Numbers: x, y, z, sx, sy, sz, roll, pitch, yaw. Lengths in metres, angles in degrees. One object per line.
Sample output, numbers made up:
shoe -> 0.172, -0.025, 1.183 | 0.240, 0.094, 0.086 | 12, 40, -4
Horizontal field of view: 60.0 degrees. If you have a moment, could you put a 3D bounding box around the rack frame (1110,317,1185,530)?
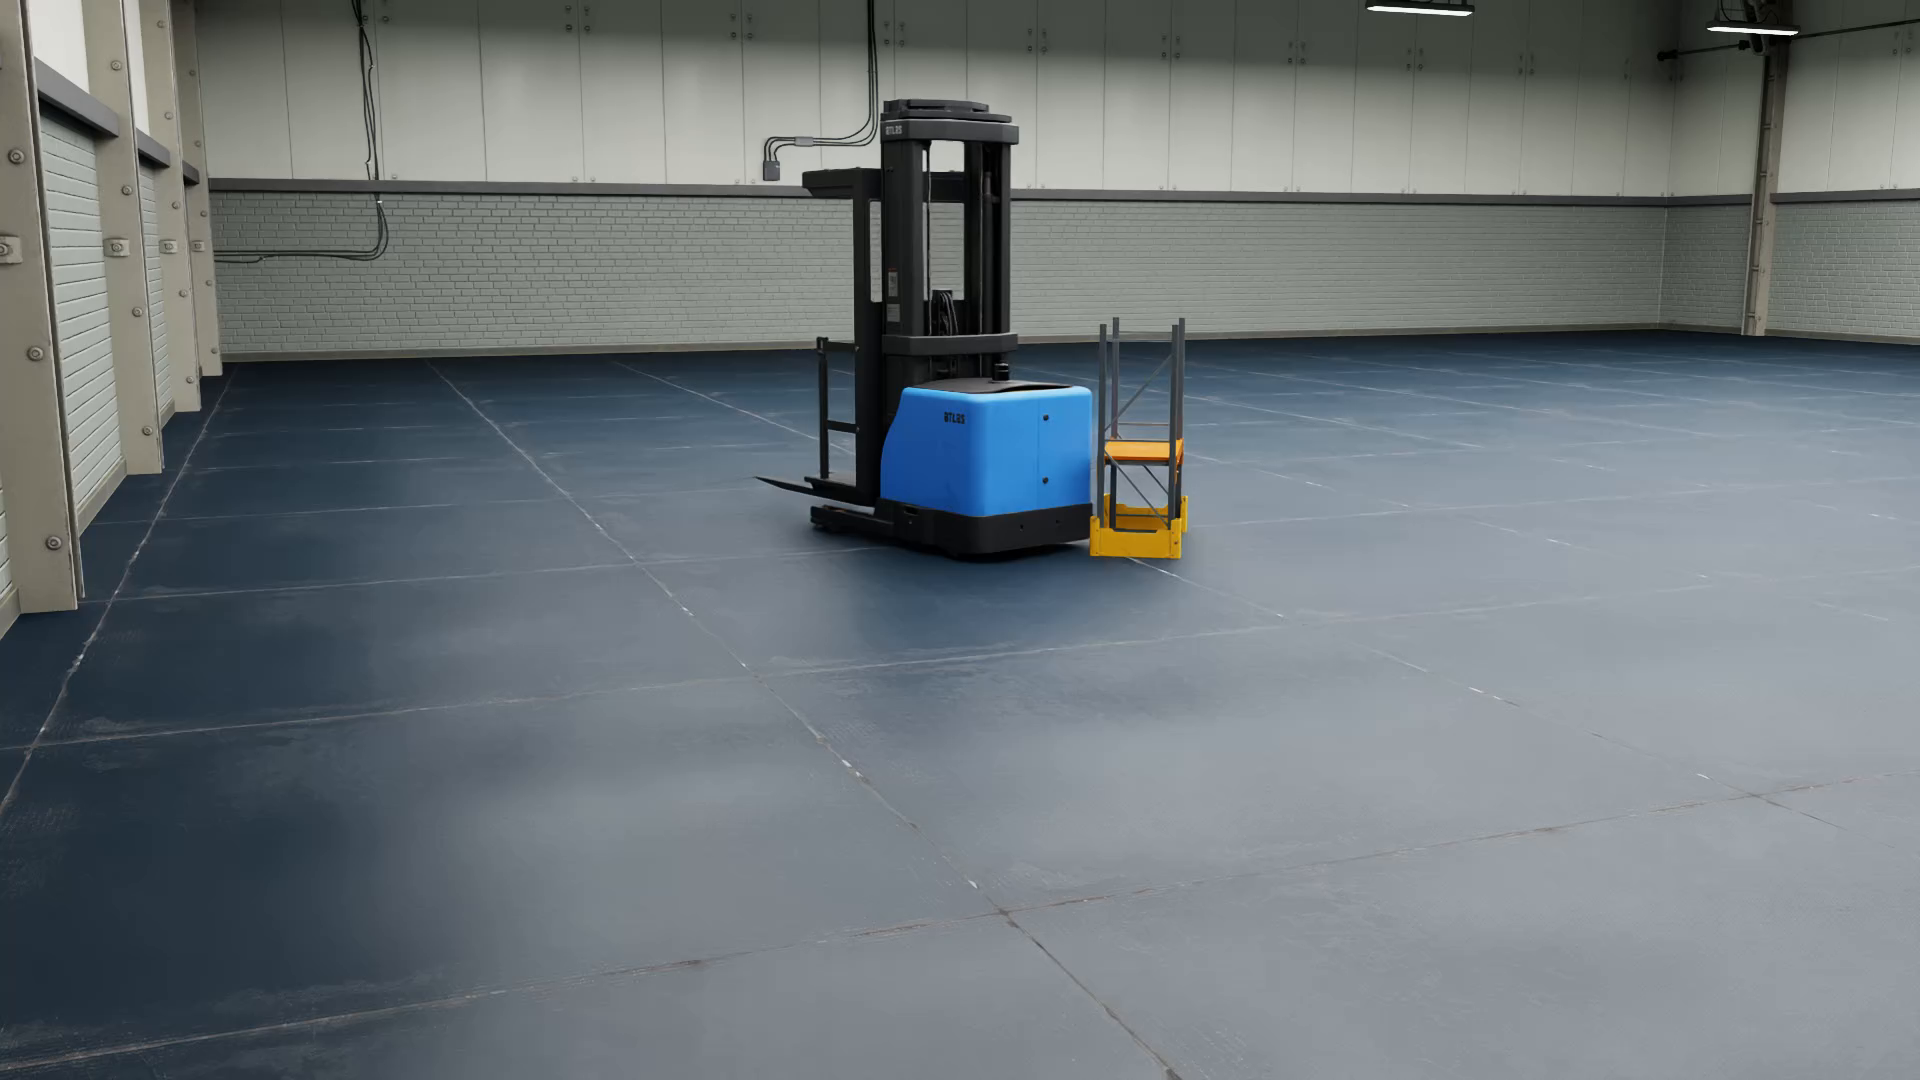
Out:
rack frame -> 1.314, -0.809, 11.684 | 0.500, 1.500, 0.032 | 2, 10, 10

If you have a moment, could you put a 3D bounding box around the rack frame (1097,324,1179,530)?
rack frame -> 1.139, -0.633, 10.698 | 0.500, 1.500, 0.032 | 2, 10, 10

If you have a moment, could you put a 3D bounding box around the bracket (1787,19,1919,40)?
bracket -> 18.460, -10.265, 33.152 | 0.076, 0.066, 4.783 | -4, 11, -21

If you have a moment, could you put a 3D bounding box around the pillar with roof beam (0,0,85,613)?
pillar with roof beam -> -1.117, -4.339, 10.120 | 9.100, 9.000, 0.400 | -4, 11, -21

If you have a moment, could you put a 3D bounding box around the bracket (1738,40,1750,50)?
bracket -> 17.225, -10.821, 36.278 | 0.235, 0.232, 0.430 | -4, 11, -21

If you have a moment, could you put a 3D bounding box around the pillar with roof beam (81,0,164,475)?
pillar with roof beam -> -3.292, -5.319, 15.625 | 9.100, 9.000, 0.400 | -4, 11, -21

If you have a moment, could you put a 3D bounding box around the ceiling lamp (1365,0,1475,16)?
ceiling lamp -> 7.642, -10.466, 27.894 | 2.000, 3.185, 0.800 | -4, 11, -21

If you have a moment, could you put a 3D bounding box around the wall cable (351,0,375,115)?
wall cable -> -8.966, -8.698, 29.071 | 3.097, 2.526, 0.112 | -4, 11, -21

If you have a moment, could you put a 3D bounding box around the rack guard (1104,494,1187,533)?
rack guard -> 1.310, -0.190, 11.775 | 0.587, 0.250, 0.087 | 2, 10, 10

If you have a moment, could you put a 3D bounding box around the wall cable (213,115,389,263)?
wall cable -> -11.488, -6.040, 28.548 | 3.097, 2.526, 0.112 | -4, 11, -21

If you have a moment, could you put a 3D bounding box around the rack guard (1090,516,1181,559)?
rack guard -> 1.139, -0.018, 10.809 | 0.587, 0.250, 0.087 | 2, 10, 10

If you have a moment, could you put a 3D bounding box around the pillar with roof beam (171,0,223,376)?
pillar with roof beam -> -7.640, -7.277, 26.637 | 9.100, 9.000, 0.548 | -4, 11, -21

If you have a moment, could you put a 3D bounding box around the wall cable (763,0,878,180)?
wall cable -> -2.634, -9.843, 31.351 | 2.305, 6.003, 0.169 | -4, 11, -21

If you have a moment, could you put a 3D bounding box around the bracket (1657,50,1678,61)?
bracket -> 16.366, -11.207, 38.453 | 0.235, 0.232, 0.430 | -4, 11, -21

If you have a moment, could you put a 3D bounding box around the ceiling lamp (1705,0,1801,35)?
ceiling lamp -> 14.483, -10.932, 30.513 | 2.000, 3.185, 0.800 | -4, 11, -21

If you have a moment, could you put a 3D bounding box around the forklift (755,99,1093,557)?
forklift -> -0.409, -1.542, 11.721 | 1.130, 2.935, 3.031 | -8, 13, -37

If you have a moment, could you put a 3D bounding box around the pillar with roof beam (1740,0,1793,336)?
pillar with roof beam -> 13.694, -8.730, 34.803 | 9.100, 9.000, 0.548 | -4, 11, -21

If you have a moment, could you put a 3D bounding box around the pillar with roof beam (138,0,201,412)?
pillar with roof beam -> -5.466, -6.298, 21.131 | 9.100, 9.000, 0.400 | -4, 11, -21

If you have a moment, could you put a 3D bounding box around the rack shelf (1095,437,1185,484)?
rack shelf -> 1.226, -0.544, 11.223 | 0.538, 0.185, 1.000 | 2, 10, 10

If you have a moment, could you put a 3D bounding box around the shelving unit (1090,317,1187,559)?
shelving unit -> 1.225, -0.720, 11.183 | 0.587, 1.500, 1.083 | 2, 10, 10

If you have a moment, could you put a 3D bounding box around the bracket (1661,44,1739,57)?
bracket -> 16.580, -11.111, 37.911 | 0.076, 0.066, 3.189 | -4, 11, -21

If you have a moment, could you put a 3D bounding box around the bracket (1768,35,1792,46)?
bracket -> 17.526, -10.685, 35.517 | 0.235, 0.232, 0.430 | -4, 11, -21
